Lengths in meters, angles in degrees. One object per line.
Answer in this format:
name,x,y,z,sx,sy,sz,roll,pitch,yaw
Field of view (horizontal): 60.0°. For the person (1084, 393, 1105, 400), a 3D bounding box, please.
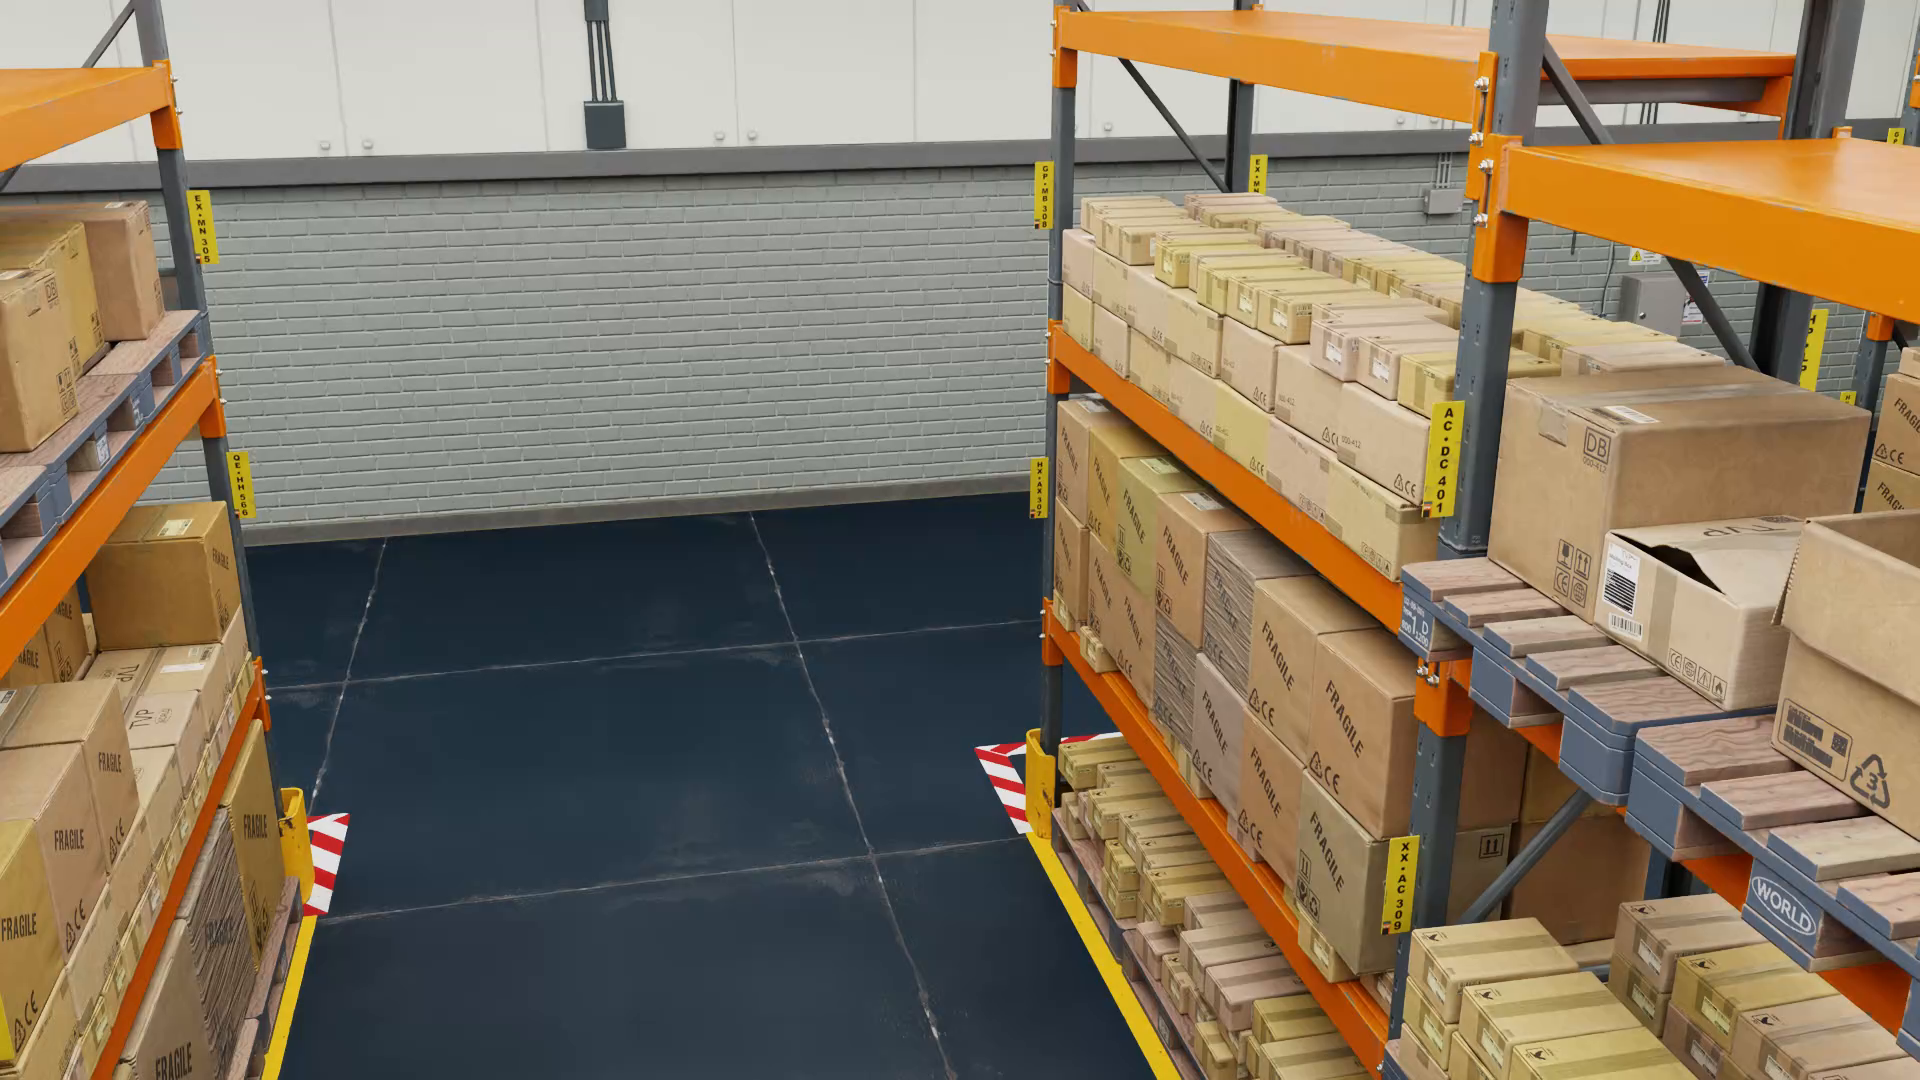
person,0.885,-0.196,11.664,0.407,1.729,0.540,-4,20,-11
